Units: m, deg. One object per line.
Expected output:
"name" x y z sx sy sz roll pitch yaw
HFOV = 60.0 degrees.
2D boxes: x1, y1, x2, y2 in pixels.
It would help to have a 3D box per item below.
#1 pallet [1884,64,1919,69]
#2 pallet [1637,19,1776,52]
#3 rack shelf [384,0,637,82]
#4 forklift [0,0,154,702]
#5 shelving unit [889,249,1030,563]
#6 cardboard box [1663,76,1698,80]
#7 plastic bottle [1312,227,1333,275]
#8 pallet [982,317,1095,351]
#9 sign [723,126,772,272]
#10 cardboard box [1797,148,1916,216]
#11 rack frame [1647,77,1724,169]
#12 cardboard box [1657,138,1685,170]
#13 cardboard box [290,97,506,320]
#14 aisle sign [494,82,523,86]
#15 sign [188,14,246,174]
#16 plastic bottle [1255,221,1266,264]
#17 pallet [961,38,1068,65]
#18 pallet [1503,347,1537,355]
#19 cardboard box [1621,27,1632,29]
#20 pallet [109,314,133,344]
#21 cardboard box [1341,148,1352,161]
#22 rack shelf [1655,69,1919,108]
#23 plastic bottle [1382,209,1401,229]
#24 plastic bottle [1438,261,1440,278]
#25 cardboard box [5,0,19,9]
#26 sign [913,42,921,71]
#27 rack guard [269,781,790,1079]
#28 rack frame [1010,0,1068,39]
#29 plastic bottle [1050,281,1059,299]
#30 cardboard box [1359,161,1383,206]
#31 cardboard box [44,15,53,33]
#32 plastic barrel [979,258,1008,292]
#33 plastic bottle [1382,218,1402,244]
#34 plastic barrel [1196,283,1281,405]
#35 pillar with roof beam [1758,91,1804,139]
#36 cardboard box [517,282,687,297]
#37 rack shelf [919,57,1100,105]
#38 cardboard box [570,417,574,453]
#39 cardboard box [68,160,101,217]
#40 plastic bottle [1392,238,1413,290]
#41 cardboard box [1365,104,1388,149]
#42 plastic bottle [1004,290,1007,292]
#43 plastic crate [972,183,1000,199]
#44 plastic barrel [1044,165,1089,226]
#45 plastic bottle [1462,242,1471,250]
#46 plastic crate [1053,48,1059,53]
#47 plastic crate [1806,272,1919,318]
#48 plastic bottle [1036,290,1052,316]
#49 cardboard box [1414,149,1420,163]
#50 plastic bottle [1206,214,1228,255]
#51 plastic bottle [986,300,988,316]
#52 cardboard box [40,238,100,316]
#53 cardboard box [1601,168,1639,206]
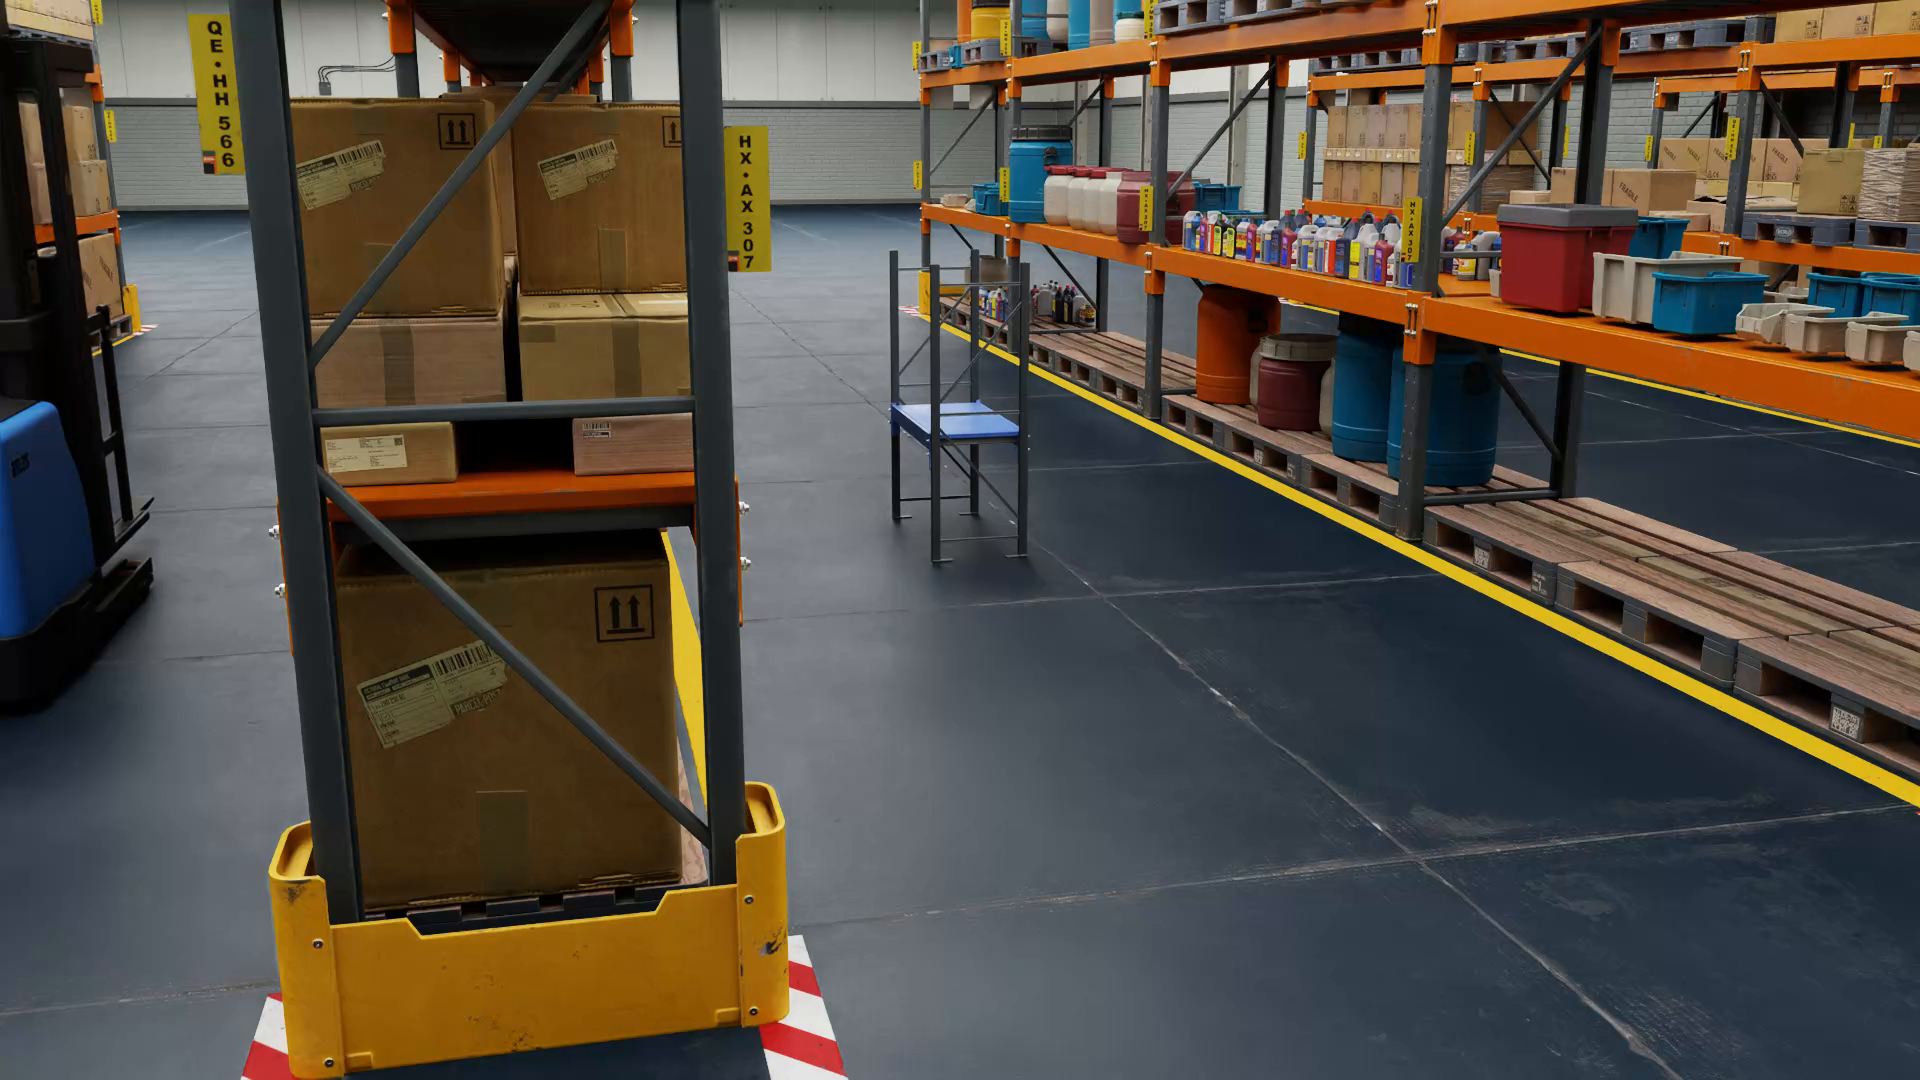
"pallet" 10.643 -5.101 17.561 1.213 0.211 1.003 -3 14 -13
"pallet" 6.480 -4.201 13.878 1.213 0.211 1.003 -3 14 -11
"rack shelf" -2.434 -2.779 9.175 1.077 0.370 4.000 -3 14 -13
"forklift" -4.313 -1.078 7.164 1.130 2.935 3.031 -3 14 -14
"shelving unit" -0.020 -0.748 8.830 0.538 1.500 1.048 -3 14 -13
"cardboard box" 9.498 -6.230 21.536 0.500 0.500 0.500 -3 14 -12
"plastic bottle" 2.208 -1.730 9.949 0.152 0.276 0.135 -3 14 -13
"pallet" 0.854 -2.134 17.216 1.003 0.211 1.213 -3 14 -13
"sign" -0.484 -0.775 3.789 0.100 0.325 0.005 -3 14 -13
"cardboard box" 6.984 -2.797 12.960 0.700 0.500 0.500 -9 16 -32
"rack frame" 9.662 -4.806 22.279 1.000 3.000 0.127 -3 14 -13
"cardboard box" 9.482 -4.980 21.686 0.500 0.500 0.500 -3 14 -13
"cardboard box" -1.394 -0.820 4.074 0.500 0.500 0.500 -3 14 -12
"aisle sign" -5.088 -5.238 18.570 0.394 0.787 0.004 -3 14 -13
"sign" -1.555 -0.937 3.504 0.100 0.325 0.005 -3 14 -13
"plastic bottle" 1.970 -1.933 10.791 0.097 0.271 0.097 0 14 0
"pallet" 0.707 -4.857 16.567 1.213 0.211 1.003 -3 14 -13
"pallet" 5.998 -2.084 17.012 1.003 0.211 1.213 -3 14 -13
"cardboard box" 6.177 -4.750 15.160 0.500 0.250 0.500 -5 14 -18
"pallet" -9.363 -2.190 17.446 1.003 0.211 1.213 -3 14 -13
"cardboard box" 4.853 -4.672 20.152 0.380 0.149 0.250 -3 14 -13
"rack shelf" 10.132 -5.452 20.119 1.077 0.370 4.000 -3 14 -13
"plastic bottle" 2.761 -1.939 10.646 0.144 0.351 0.185 -3 14 -13
"plastic bottle" 2.561 -1.473 9.055 0.097 0.201 0.097 0 14 0
"cardboard box" -8.650 -4.828 14.642 0.500 0.250 0.500 -3 14 -14
"sign" -0.504 -5.686 19.540 0.100 0.325 0.005 -3 14 -13
"rack guard" -1.019 0.933 4.054 1.175 0.500 0.348 -3 14 -13
"rack frame" 0.972 -6.245 15.529 1.000 3.000 0.127 -3 14 -13
"plastic bottle" 1.041 -2.609 17.940 0.144 0.351 0.185 -3 14 -14
"cardboard box" 5.184 -4.233 19.724 0.700 0.500 0.500 -3 14 -13
"cardboard box" -8.862 -4.903 15.787 0.380 0.149 0.250 -3 14 -12
"plastic barrel" 0.379 -2.986 19.186 0.421 0.512 0.421 0 14 0
"plastic bottle" 2.457 -1.663 9.519 0.144 0.351 0.185 -3 14 -13
"plastic barrel" 2.043 -1.446 12.214 0.600 0.830 0.708 -3 14 -13
"pillar with roof beam" 6.483 -7.367 20.121 9.100 9.000 0.400 -3 14 -13
"cardboard box" -1.003 -0.604 4.767 0.500 0.250 0.500 -3 14 -14
"rack shelf" 0.502 -4.900 17.859 1.077 0.370 4.000 -3 14 -13
"cardboard box" -0.849 -0.324 4.462 0.380 0.149 0.250 -3 14 -14
"cardboard box" -9.346 -3.589 16.980 0.875 0.550 0.550 -3 14 -13
"plastic bottle" 2.444 -1.498 9.000 0.152 0.276 0.135 -3 14 -13
"cardboard box" 5.205 -4.850 19.514 0.700 0.500 0.500 -3 14 -13
"plastic bottle" 0.488 -2.520 17.719 0.061 0.283 0.133 -3 14 -13
"plastic crate" 0.441 -4.083 19.632 0.499 0.251 0.616 -3 14 -13
"plastic barrel" 0.983 -3.164 15.272 0.433 0.535 0.433 0 14 0
"plastic bottle" 3.003 -1.652 9.788 0.097 0.201 0.097 0 14 0
"plastic crate" 0.866 -5.064 17.462 0.336 0.188 0.450 -3 14 -13
"plastic crate" 3.672 -0.959 6.758 0.416 0.233 0.300 -3 14 -13
"plastic bottle" 0.903 -2.559 17.891 0.152 0.276 0.135 -3 14 -13
"cardboard box" 5.278 -4.256 18.448 0.380 0.149 0.250 -3 14 -13
"plastic bottle" 1.807 -2.123 11.560 0.152 0.276 0.135 -3 14 -13
"plastic bottle" 0.331 -2.500 17.809 0.097 0.201 0.097 0 14 0
"cardboard box" -9.195 -2.541 16.599 0.875 0.875 0.875 -4 14 -14
"cardboard box" 6.193 -3.240 15.657 0.500 0.500 0.500 -3 14 -13
